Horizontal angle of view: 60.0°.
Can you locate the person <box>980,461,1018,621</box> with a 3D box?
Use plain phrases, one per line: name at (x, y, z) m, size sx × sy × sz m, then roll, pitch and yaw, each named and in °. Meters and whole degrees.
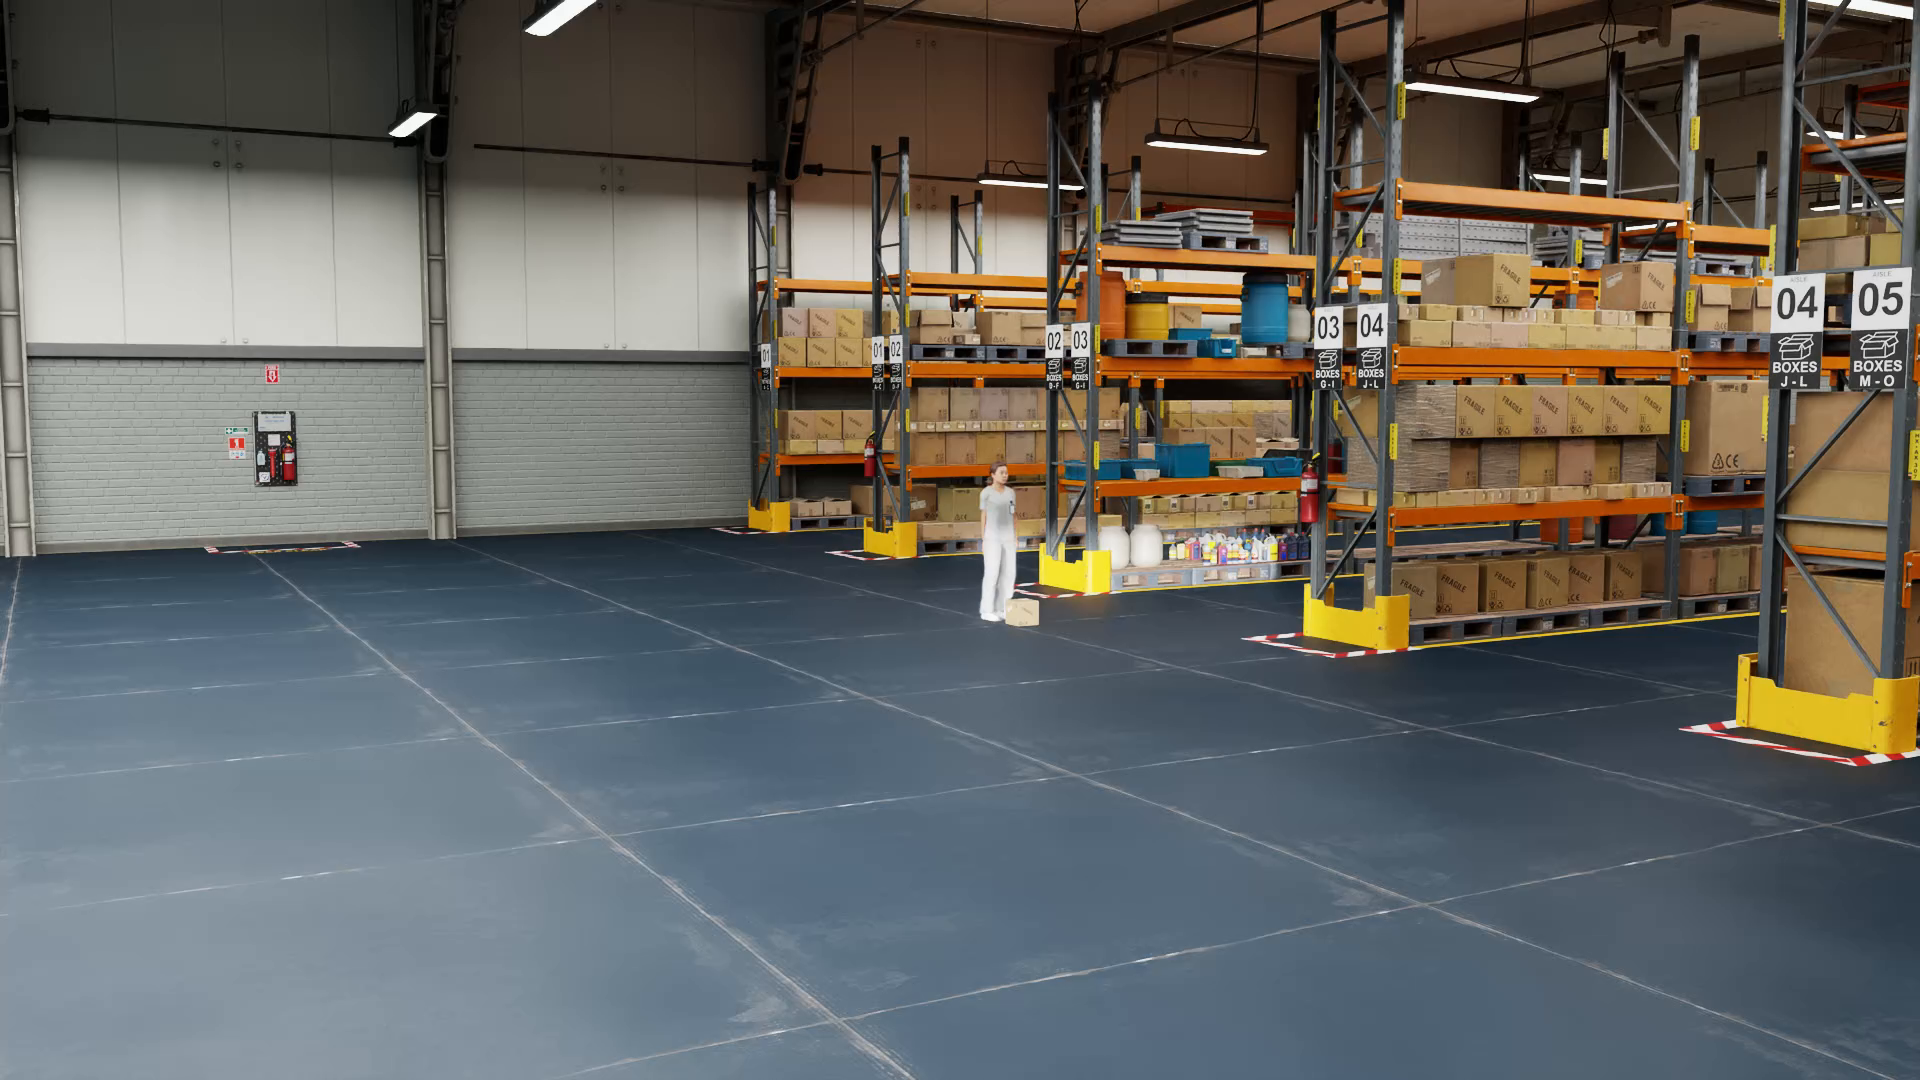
person at (0.412, 0.006, 17.480) m, size 0.435 × 1.673 × 0.369 m, roll -3°, pitch 6°, yaw -27°
